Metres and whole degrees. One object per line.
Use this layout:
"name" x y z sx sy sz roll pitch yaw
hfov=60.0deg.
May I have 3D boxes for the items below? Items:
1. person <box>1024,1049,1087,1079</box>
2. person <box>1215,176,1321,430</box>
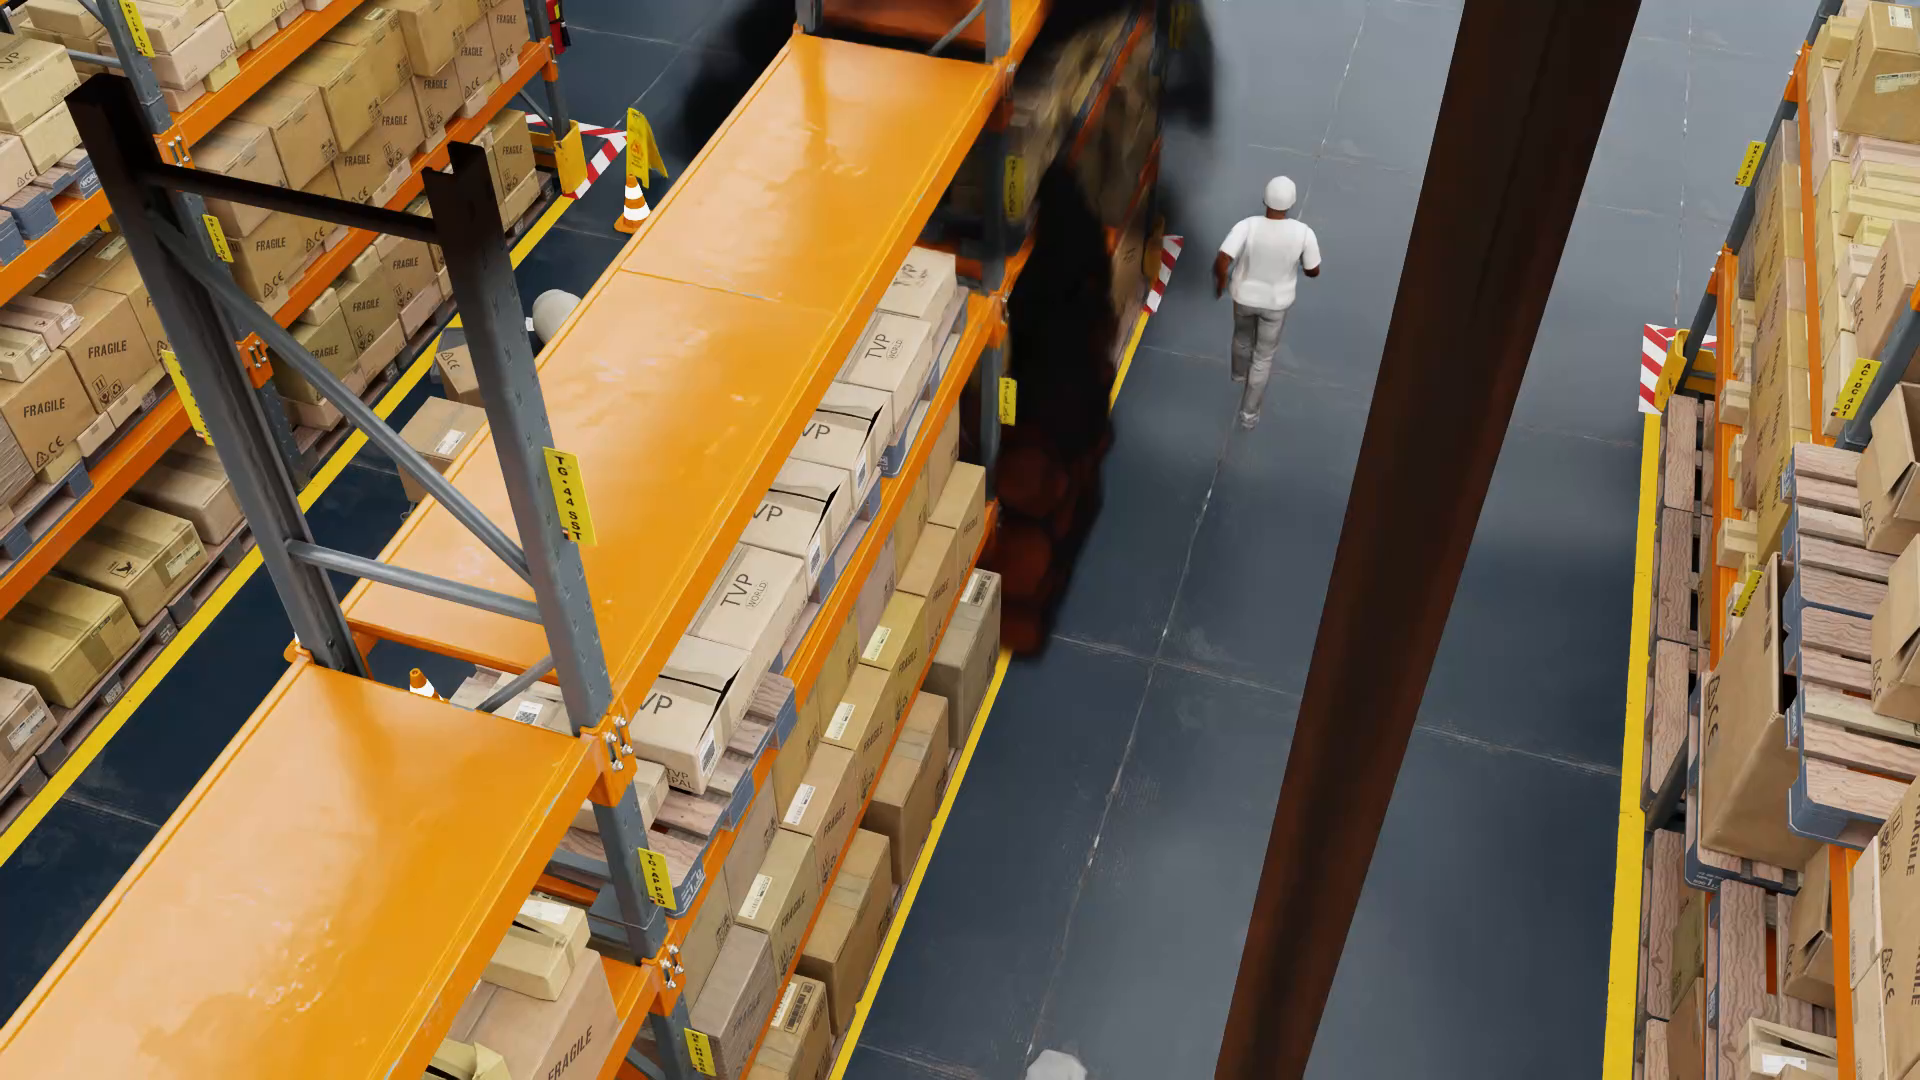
"person" 0.354 2.711 7.238 0.608 1.607 0.846 19 49 17
"person" 2.012 -1.576 11.022 0.640 1.812 0.837 14 47 13
